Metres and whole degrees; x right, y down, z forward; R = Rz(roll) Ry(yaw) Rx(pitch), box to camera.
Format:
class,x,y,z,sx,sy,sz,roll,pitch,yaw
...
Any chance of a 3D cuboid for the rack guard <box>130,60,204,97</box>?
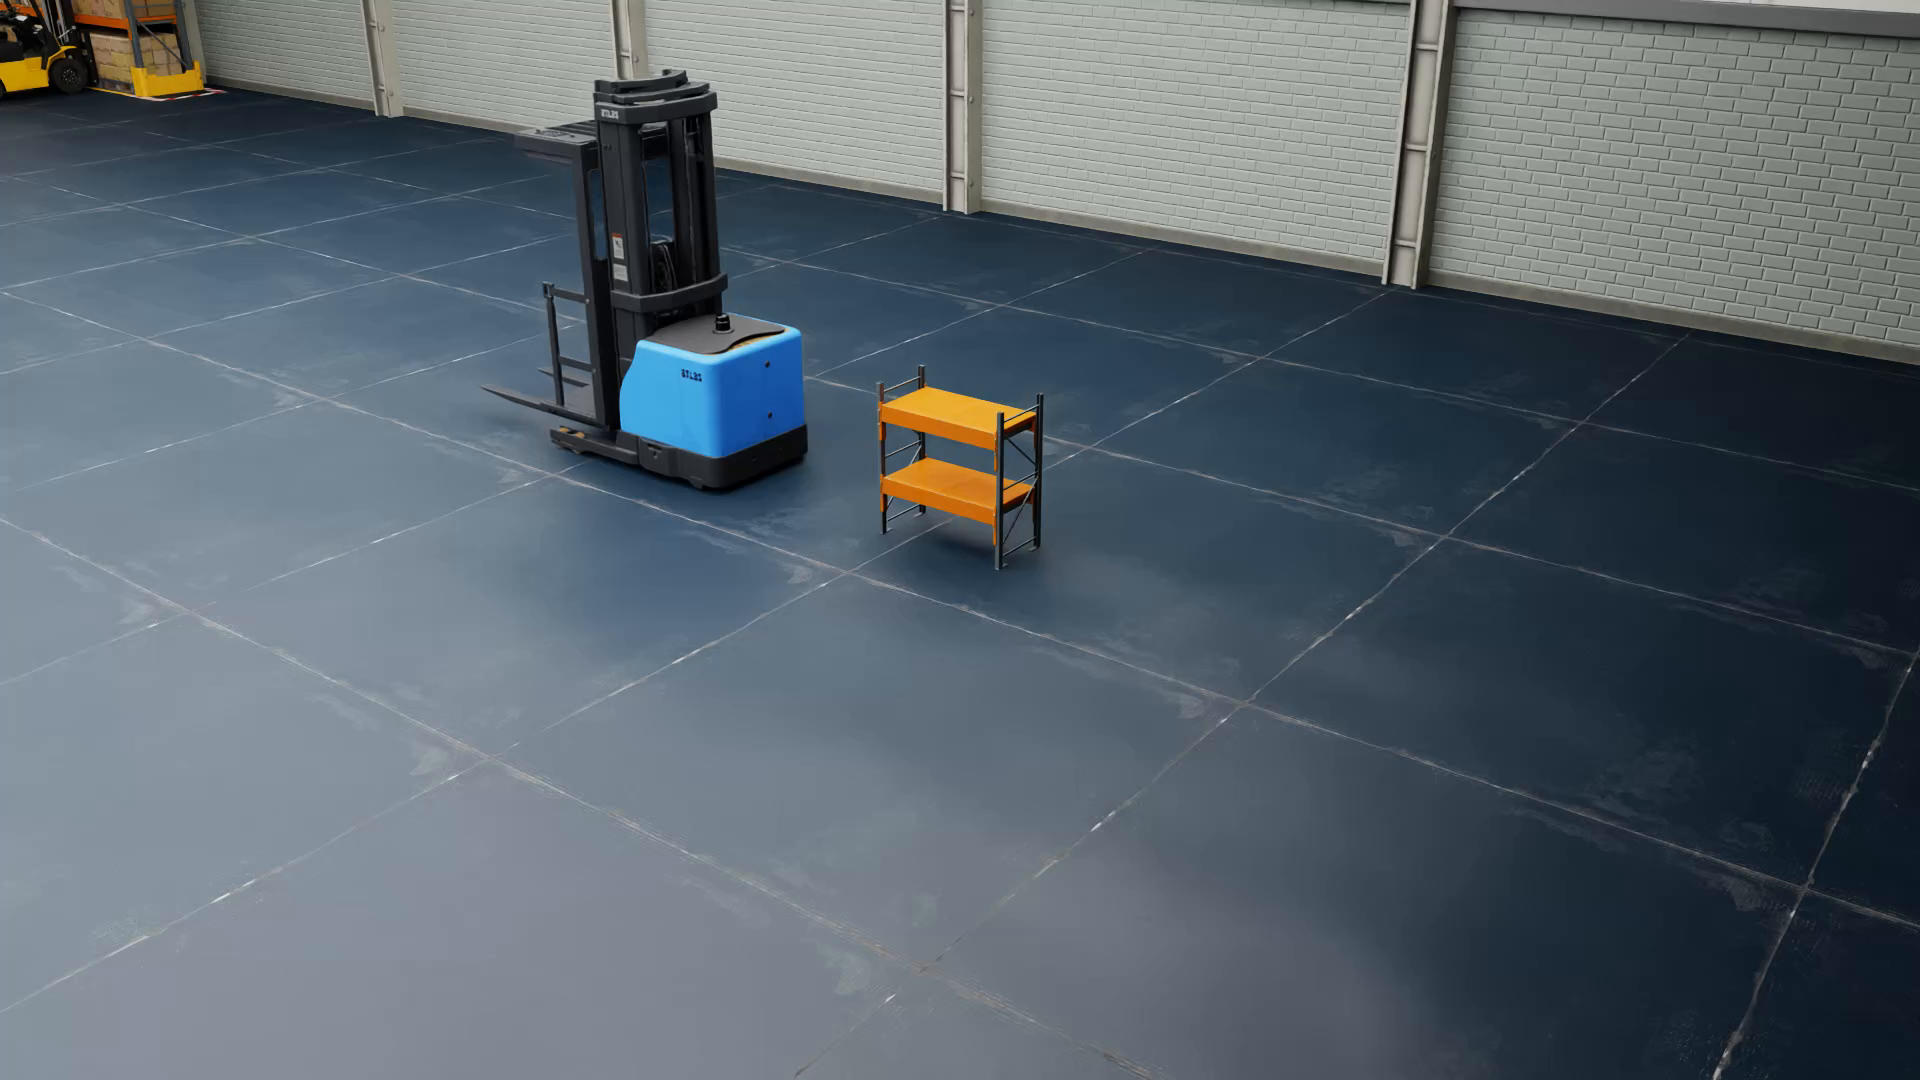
class,x,y,z,sx,sy,sz,roll,pitch,yaw
rack guard,-14.339,-8.356,30.094,0.348,0.500,1.175,17,29,33

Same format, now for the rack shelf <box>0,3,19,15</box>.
class,x,y,z,sx,sy,sz,roll,pitch,yaw
rack shelf,-19.159,-10.627,33.041,4.000,0.370,1.077,17,29,33

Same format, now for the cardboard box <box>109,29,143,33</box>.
class,x,y,z,sx,sy,sz,roll,pitch,yaw
cardboard box,-15.425,-9.318,30.828,0.500,0.250,0.500,17,29,33

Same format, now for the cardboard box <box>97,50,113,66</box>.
class,x,y,z,sx,sy,sz,roll,pitch,yaw
cardboard box,-15.330,-8.810,30.293,0.500,0.250,0.500,16,29,33

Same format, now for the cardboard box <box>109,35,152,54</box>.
class,x,y,z,sx,sy,sz,roll,pitch,yaw
cardboard box,-14.913,-8.908,29.896,0.500,0.250,0.500,18,29,35

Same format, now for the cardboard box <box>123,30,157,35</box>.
class,x,y,z,sx,sy,sz,roll,pitch,yaw
cardboard box,-15.031,-9.194,30.545,0.500,0.250,0.500,17,29,33

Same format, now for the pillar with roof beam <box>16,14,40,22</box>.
class,x,y,z,sx,sy,sz,roll,pitch,yaw
pillar with roof beam,-21.757,-12.772,29.576,0.400,9.000,9.100,17,29,33

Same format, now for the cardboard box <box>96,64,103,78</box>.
class,x,y,z,sx,sy,sz,roll,pitch,yaw
cardboard box,-15.710,-8.698,30.660,0.500,0.250,0.500,17,29,34

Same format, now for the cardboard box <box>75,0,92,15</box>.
class,x,y,z,sx,sy,sz,roll,pitch,yaw
cardboard box,-15.729,-9.838,30.233,0.500,0.500,0.500,16,29,32

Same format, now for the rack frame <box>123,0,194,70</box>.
class,x,y,z,sx,sy,sz,roll,pitch,yaw
rack frame,-14.358,-9.505,29.603,0.127,3.000,1.000,17,29,33

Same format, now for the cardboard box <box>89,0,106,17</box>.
class,x,y,z,sx,sy,sz,roll,pitch,yaw
cardboard box,-15.319,-9.714,29.952,0.500,0.500,0.500,18,29,35

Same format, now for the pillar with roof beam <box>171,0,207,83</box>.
class,x,y,z,sx,sy,sz,roll,pitch,yaw
pillar with roof beam,-16.956,-11.321,26.283,0.400,9.000,9.100,17,29,33

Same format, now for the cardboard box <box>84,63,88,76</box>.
class,x,y,z,sx,sy,sz,roll,pitch,yaw
cardboard box,-16.139,-8.816,30.929,0.500,0.250,0.500,18,29,35

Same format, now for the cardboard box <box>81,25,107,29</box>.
class,x,y,z,sx,sy,sz,roll,pitch,yaw
cardboard box,-16.238,-9.563,31.384,0.500,0.250,0.500,17,29,34

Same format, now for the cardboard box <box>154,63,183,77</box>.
class,x,y,z,sx,sy,sz,roll,pitch,yaw
cardboard box,-14.634,-8.621,30.486,0.500,0.250,0.500,17,29,34

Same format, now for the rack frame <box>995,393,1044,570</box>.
class,x,y,z,sx,sy,sz,roll,pitch,yaw
rack frame,0.401,-0.393,11.248,0.032,1.125,0.500,17,29,33

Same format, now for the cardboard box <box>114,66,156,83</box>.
class,x,y,z,sx,sy,sz,roll,pitch,yaw
cardboard box,-14.923,-8.451,30.099,0.500,0.250,0.500,17,29,34

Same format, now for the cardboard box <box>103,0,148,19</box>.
class,x,y,z,sx,sy,sz,roll,pitch,yaw
cardboard box,-14.909,-9.585,29.661,0.500,0.500,0.500,16,28,32

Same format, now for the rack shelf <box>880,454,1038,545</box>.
class,x,y,z,sx,sy,sz,roll,pitch,yaw
rack shelf,-0.005,-0.293,11.625,1.000,0.278,0.538,17,29,33

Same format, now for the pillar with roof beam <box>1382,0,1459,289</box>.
class,x,y,z,sx,sy,sz,roll,pitch,yaw
pillar with roof beam,2.248,-5.517,13.111,0.400,9.000,9.100,17,29,33

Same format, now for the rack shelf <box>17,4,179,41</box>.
class,x,y,z,sx,sy,sz,roll,pitch,yaw
rack shelf,-15.958,-9.660,30.846,4.000,0.370,1.077,17,29,33

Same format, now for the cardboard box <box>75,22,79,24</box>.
class,x,y,z,sx,sy,sz,roll,pitch,yaw
cardboard box,-17.049,-9.807,31.938,0.500,0.250,0.500,17,29,34

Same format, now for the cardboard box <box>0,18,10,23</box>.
class,x,y,z,sx,sy,sz,roll,pitch,yaw
cardboard box,-19.202,-10.072,33.313,0.625,0.625,0.875,15,28,31

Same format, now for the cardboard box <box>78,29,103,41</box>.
class,x,y,z,sx,sy,sz,roll,pitch,yaw
cardboard box,-16.136,-9.273,30.725,0.500,0.250,0.500,16,28,32

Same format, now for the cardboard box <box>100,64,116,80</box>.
class,x,y,z,sx,sy,sz,roll,pitch,yaw
cardboard box,-15.315,-8.574,30.379,0.500,0.250,0.500,17,29,33

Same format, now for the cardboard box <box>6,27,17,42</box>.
class,x,y,z,sx,sy,sz,roll,pitch,yaw
cardboard box,-17.983,-9.701,32.471,0.625,0.625,0.875,18,30,36

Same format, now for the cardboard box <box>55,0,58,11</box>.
class,x,y,z,sx,sy,sz,roll,pitch,yaw
cardboard box,-16.527,-10.084,30.793,0.500,0.500,0.500,16,29,33

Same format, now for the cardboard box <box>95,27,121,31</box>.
class,x,y,z,sx,sy,sz,roll,pitch,yaw
cardboard box,-15.830,-9.444,31.114,0.500,0.250,0.500,16,28,32

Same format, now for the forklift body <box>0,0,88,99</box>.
class,x,y,z,sx,sy,sz,roll,pitch,yaw
forklift body,-16.969,-8.987,29.479,1.214,2.155,2.313,17,29,33

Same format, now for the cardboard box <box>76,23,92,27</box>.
class,x,y,z,sx,sy,sz,roll,pitch,yaw
cardboard box,-16.634,-9.690,31.671,0.500,0.250,0.500,16,29,33

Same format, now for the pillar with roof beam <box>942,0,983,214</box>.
class,x,y,z,sx,sy,sz,roll,pitch,yaw
pillar with roof beam,-2.553,-6.968,16.404,0.400,9.000,9.100,17,29,33

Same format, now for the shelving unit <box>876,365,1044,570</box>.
class,x,y,z,sx,sy,sz,roll,pitch,yaw
shelving unit,-0.005,-0.516,11.527,1.048,1.125,0.538,17,29,33

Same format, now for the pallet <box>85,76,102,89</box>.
class,x,y,z,sx,sy,sz,roll,pitch,yaw
pallet,-15.967,-8.696,31.224,1.213,0.211,1.003,17,29,33

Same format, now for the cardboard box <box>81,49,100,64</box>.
class,x,y,z,sx,sy,sz,roll,pitch,yaw
cardboard box,-15.755,-8.928,30.561,0.500,0.250,0.500,16,28,32

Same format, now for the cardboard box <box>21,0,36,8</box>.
class,x,y,z,sx,sy,sz,roll,pitch,yaw
cardboard box,-17.360,-10.327,31.344,0.500,0.500,0.500,16,28,32

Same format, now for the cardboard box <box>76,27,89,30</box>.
class,x,y,z,sx,sy,sz,roll,pitch,yaw
cardboard box,-16.552,-9.402,31.019,0.500,0.250,0.500,18,29,35

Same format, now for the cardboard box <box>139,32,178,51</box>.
class,x,y,z,sx,sy,sz,roll,pitch,yaw
cardboard box,-14.629,-9.074,30.274,0.500,0.250,0.500,16,29,33

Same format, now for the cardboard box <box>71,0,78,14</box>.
class,x,y,z,sx,sy,sz,roll,pitch,yaw
cardboard box,-16.138,-9.956,30.501,0.500,0.500,0.500,17,29,34

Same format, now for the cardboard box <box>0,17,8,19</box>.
class,x,y,z,sx,sy,sz,roll,pitch,yaw
cardboard box,-19.741,-10.235,33.683,0.625,0.625,0.875,18,29,35

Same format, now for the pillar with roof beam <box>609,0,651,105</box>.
class,x,y,z,sx,sy,sz,roll,pitch,yaw
pillar with roof beam,-7.354,-8.419,19.697,0.400,9.000,9.100,17,29,33

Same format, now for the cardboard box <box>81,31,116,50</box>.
class,x,y,z,sx,sy,sz,roll,pitch,yaw
cardboard box,-15.735,-9.148,30.441,0.500,0.250,0.500,17,29,34

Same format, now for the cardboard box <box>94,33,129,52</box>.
class,x,y,z,sx,sy,sz,roll,pitch,yaw
cardboard box,-15.325,-9.029,30.172,0.500,0.250,0.500,17,29,34

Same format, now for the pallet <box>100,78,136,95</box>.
class,x,y,z,sx,sy,sz,roll,pitch,yaw
pallet,-14.995,-8.401,30.554,1.213,0.211,1.003,17,29,33

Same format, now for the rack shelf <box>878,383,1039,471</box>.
class,x,y,z,sx,sy,sz,roll,pitch,yaw
rack shelf,-0.005,-0.784,11.409,1.000,0.278,0.538,17,29,33

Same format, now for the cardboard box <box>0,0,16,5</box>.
class,x,y,z,sx,sy,sz,roll,pitch,yaw
cardboard box,-18.119,-10.441,31.914,0.500,0.250,0.500,18,29,34

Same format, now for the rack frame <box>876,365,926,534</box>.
class,x,y,z,sx,sy,sz,roll,pitch,yaw
rack frame,-0.412,-0.639,11.806,0.032,1.125,0.500,17,29,33

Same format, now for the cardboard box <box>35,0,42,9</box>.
class,x,y,z,sx,sy,sz,roll,pitch,yaw
cardboard box,-16.933,-10.206,31.070,0.500,0.500,0.500,17,29,34

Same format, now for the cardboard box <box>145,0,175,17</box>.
class,x,y,z,sx,sy,sz,roll,pitch,yaw
cardboard box,-14.588,-9.760,30.058,0.500,0.500,0.500,18,29,35

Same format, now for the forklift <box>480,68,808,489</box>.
class,x,y,z,sx,sy,sz,roll,pitch,yaw
forklift,-2.685,-2.186,13.076,3.031,2.935,1.130,17,29,34

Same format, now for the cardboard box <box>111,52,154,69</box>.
class,x,y,z,sx,sy,sz,roll,pitch,yaw
cardboard box,-14.935,-8.685,30.010,0.500,0.250,0.500,16,29,33

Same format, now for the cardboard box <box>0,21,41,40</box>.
class,x,y,z,sx,sy,sz,roll,pitch,yaw
cardboard box,-18.599,-9.891,32.902,0.625,0.625,0.875,16,29,33

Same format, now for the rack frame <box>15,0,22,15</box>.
class,x,y,z,sx,sy,sz,roll,pitch,yaw
rack frame,-17.559,-10.473,31.799,0.127,3.000,1.000,17,29,33

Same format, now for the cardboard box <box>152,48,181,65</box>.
class,x,y,z,sx,sy,sz,roll,pitch,yaw
cardboard box,-14.609,-8.849,30.382,0.500,0.250,0.500,17,29,34

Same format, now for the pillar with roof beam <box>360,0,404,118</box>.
class,x,y,z,sx,sy,sz,roll,pitch,yaw
pillar with roof beam,-12.155,-9.870,22.990,0.400,9.000,9.100,17,29,33

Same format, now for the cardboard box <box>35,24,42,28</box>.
class,x,y,z,sx,sy,sz,roll,pitch,yaw
cardboard box,-17.360,-9.646,31.571,0.500,0.250,0.500,16,29,33
